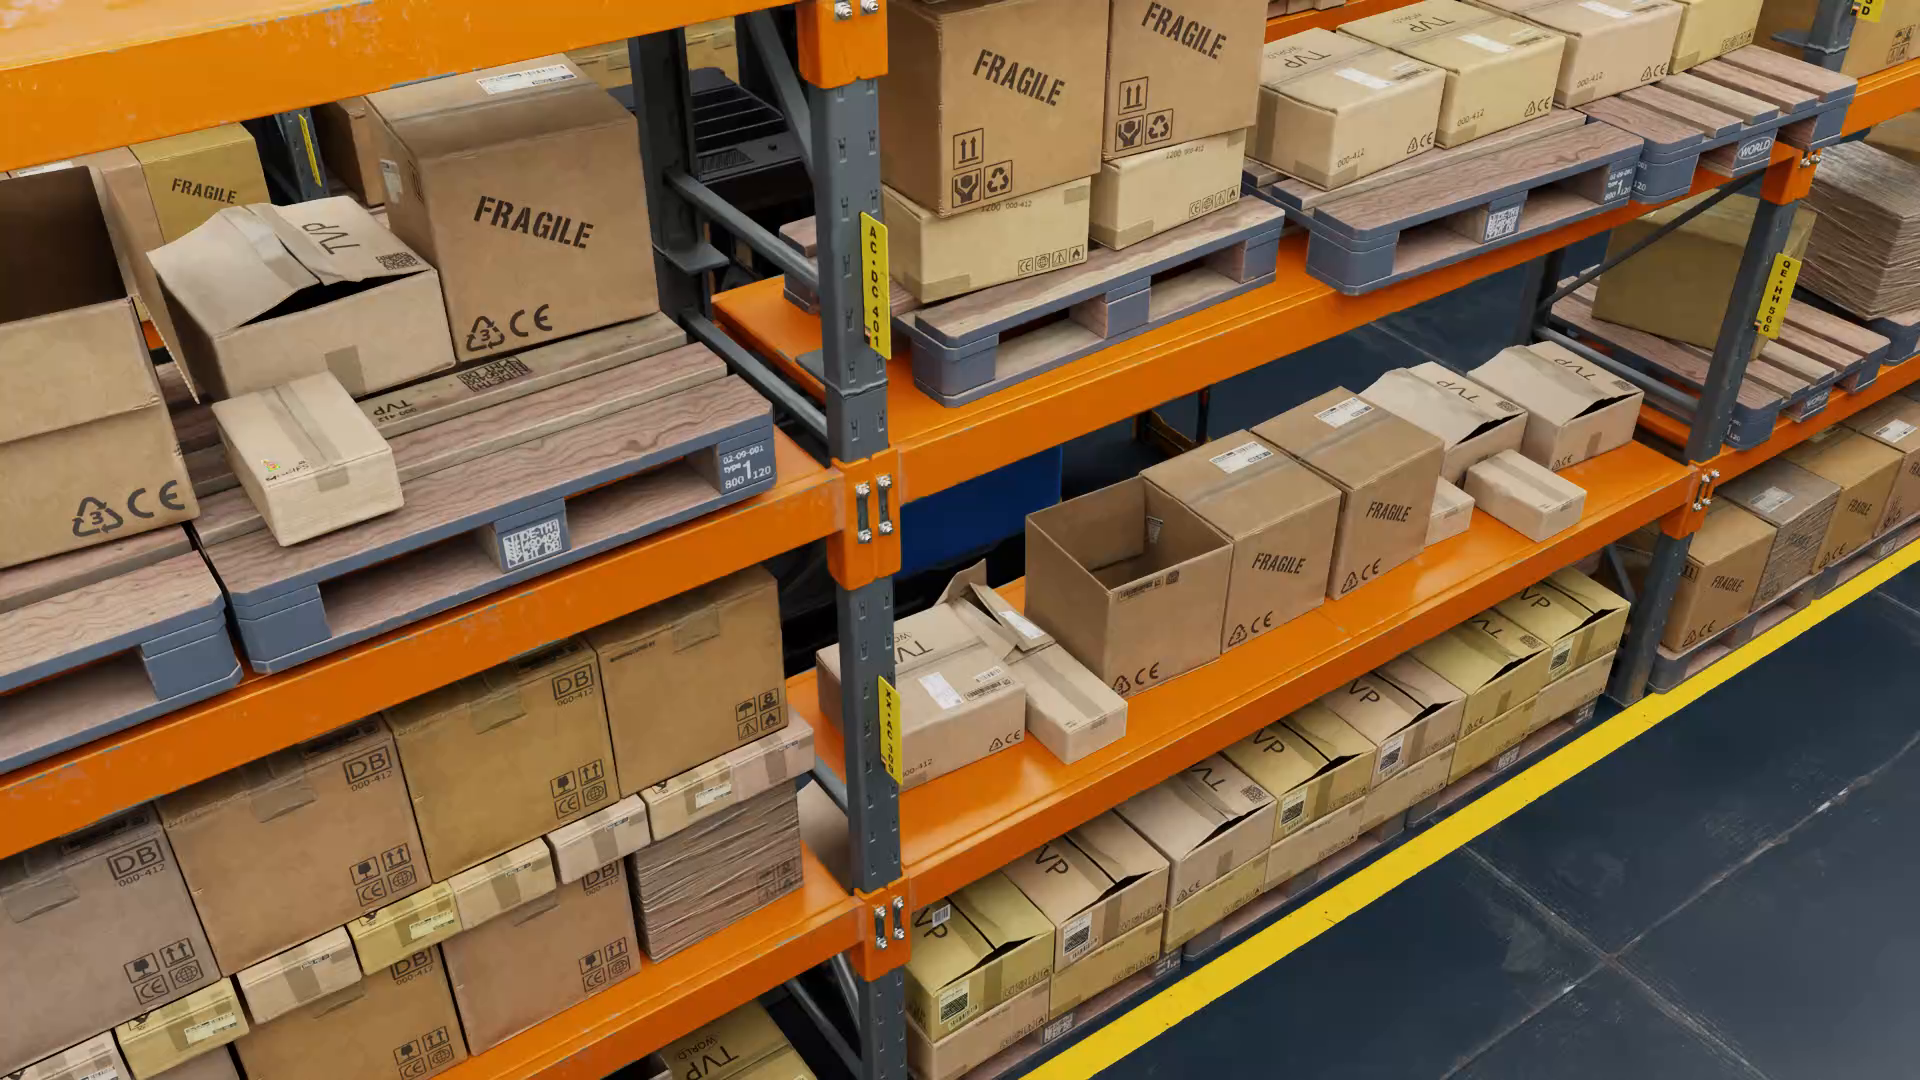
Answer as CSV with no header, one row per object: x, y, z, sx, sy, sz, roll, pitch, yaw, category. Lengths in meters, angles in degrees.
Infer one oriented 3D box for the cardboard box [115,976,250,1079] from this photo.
-1.861,1.040,3.906,0.250,0.149,0.380,-21,41,-26,cardboard box

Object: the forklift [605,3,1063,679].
-0.998,-0.835,7.215,3.031,2.935,1.130,-21,41,-27,forklift

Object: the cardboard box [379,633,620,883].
-1.279,0.389,4.257,0.500,0.500,0.700,-22,41,-28,cardboard box

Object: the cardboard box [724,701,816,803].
-0.607,0.523,4.626,0.250,0.149,0.380,-22,41,-28,cardboard box

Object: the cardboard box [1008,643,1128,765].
0.334,0.535,5.466,0.250,0.149,0.380,-22,41,-28,cardboard box

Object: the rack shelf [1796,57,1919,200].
4.397,-2.310,7.254,4.000,0.370,1.077,-22,41,-28,rack shelf

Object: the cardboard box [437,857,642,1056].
-1.294,0.926,4.622,0.500,0.500,0.700,-23,42,-28,cardboard box

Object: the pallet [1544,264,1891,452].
3.276,-0.895,7.404,1.003,0.211,1.213,-22,41,-28,pallet

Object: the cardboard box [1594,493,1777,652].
3.299,0.108,7.609,0.500,0.500,0.500,-21,41,-26,cardboard box

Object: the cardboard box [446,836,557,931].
-1.236,0.784,4.264,0.250,0.149,0.380,-22,41,-28,cardboard box

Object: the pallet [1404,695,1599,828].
2.067,0.678,7.439,1.213,0.211,1.003,-22,41,-28,pallet

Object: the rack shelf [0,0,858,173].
-2.142,-0.675,2.753,4.000,0.370,1.077,-22,41,-28,rack shelf

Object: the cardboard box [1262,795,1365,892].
1.222,1.044,6.537,0.500,0.250,0.500,-22,41,-27,cardboard box

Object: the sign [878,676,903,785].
-0.187,0.514,4.470,0.005,0.325,0.100,-22,41,-28,sign

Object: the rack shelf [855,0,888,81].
1.127,-2.020,4.624,4.000,0.370,1.077,-22,41,-28,rack shelf

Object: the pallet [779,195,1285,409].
0.206,-0.809,4.715,1.217,0.209,0.805,-24,42,-30,pallet

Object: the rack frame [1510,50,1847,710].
2.762,-0.712,6.984,0.127,3.000,1.000,-22,41,-28,rack frame

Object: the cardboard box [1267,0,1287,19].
1.998,-3.671,11.297,0.250,0.149,0.380,-24,42,-29,cardboard box

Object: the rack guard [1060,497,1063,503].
0.332,-0.229,8.667,0.087,0.250,0.587,-21,41,-27,rack guard

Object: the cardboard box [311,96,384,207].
-2.929,-2.104,8.457,0.500,0.500,0.700,-22,41,-28,cardboard box

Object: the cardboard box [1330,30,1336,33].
2.718,-3.437,12.255,0.750,0.750,0.750,-22,41,-27,cardboard box

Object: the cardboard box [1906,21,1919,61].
3.516,-2.305,6.544,0.500,0.500,0.910,-22,41,-28,cardboard box

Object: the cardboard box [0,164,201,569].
-1.926,-0.360,3.357,0.637,0.503,0.797,-18,39,-23,cardboard box

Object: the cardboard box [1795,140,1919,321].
4.069,-1.405,7.503,0.500,0.500,0.700,-15,38,-19,cardboard box

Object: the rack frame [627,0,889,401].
-0.508,-1.802,3.362,0.127,3.000,1.000,-22,41,-28,rack frame

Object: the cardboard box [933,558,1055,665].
0.105,0.305,5.686,0.258,0.266,0.396,-23,42,-29,cardboard box

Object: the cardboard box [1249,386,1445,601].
1.400,-0.180,6.159,0.500,0.500,0.500,-25,42,-30,cardboard box

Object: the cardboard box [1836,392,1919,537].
4.560,-0.415,8.336,0.500,0.500,0.500,-24,42,-29,cardboard box

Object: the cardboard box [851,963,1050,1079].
-0.035,1.562,5.818,0.500,0.250,0.500,-23,42,-29,cardboard box

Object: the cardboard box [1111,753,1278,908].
0.808,0.991,6.131,0.500,0.311,0.500,-24,42,-29,cardboard box

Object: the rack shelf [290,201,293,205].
-1.730,-2.110,9.544,4.000,0.370,1.077,-22,41,-28,rack shelf

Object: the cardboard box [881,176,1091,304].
0.002,-0.896,4.441,0.500,0.250,0.500,-18,39,-23,cardboard box

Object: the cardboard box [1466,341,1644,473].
2.439,-0.574,6.869,0.500,0.311,0.500,-20,40,-25,cardboard box

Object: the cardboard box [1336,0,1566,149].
1.531,-1.488,5.263,0.500,0.250,0.500,-23,42,-29,cardboard box

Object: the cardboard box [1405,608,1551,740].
2.055,0.478,6.845,0.500,0.311,0.500,-23,42,-29,cardboard box

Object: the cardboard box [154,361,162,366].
-4.190,-0.525,8.488,0.500,0.500,0.500,-26,43,-31,cardboard box

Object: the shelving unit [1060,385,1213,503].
0.746,-0.898,8.528,1.083,1.500,0.587,-21,41,-27,shelving unit

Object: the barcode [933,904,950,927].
-0.059,1.193,5.278,0.075,0.075,0.001,-22,41,-28,barcode

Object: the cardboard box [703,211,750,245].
-1.573,-1.939,9.812,0.500,0.250,0.500,-23,41,-28,cardboard box

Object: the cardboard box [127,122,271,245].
-3.573,-1.674,7.792,0.500,0.500,0.500,-22,41,-28,cardboard box

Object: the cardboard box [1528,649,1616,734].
2.472,0.527,7.256,0.500,0.250,0.500,-21,41,-27,cardboard box

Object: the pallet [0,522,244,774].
-2.186,0.159,3.280,1.213,0.211,1.003,-22,41,-28,pallet

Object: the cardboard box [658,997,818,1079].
-0.761,1.840,5.432,0.500,0.250,0.500,-22,41,-28,cardboard box
